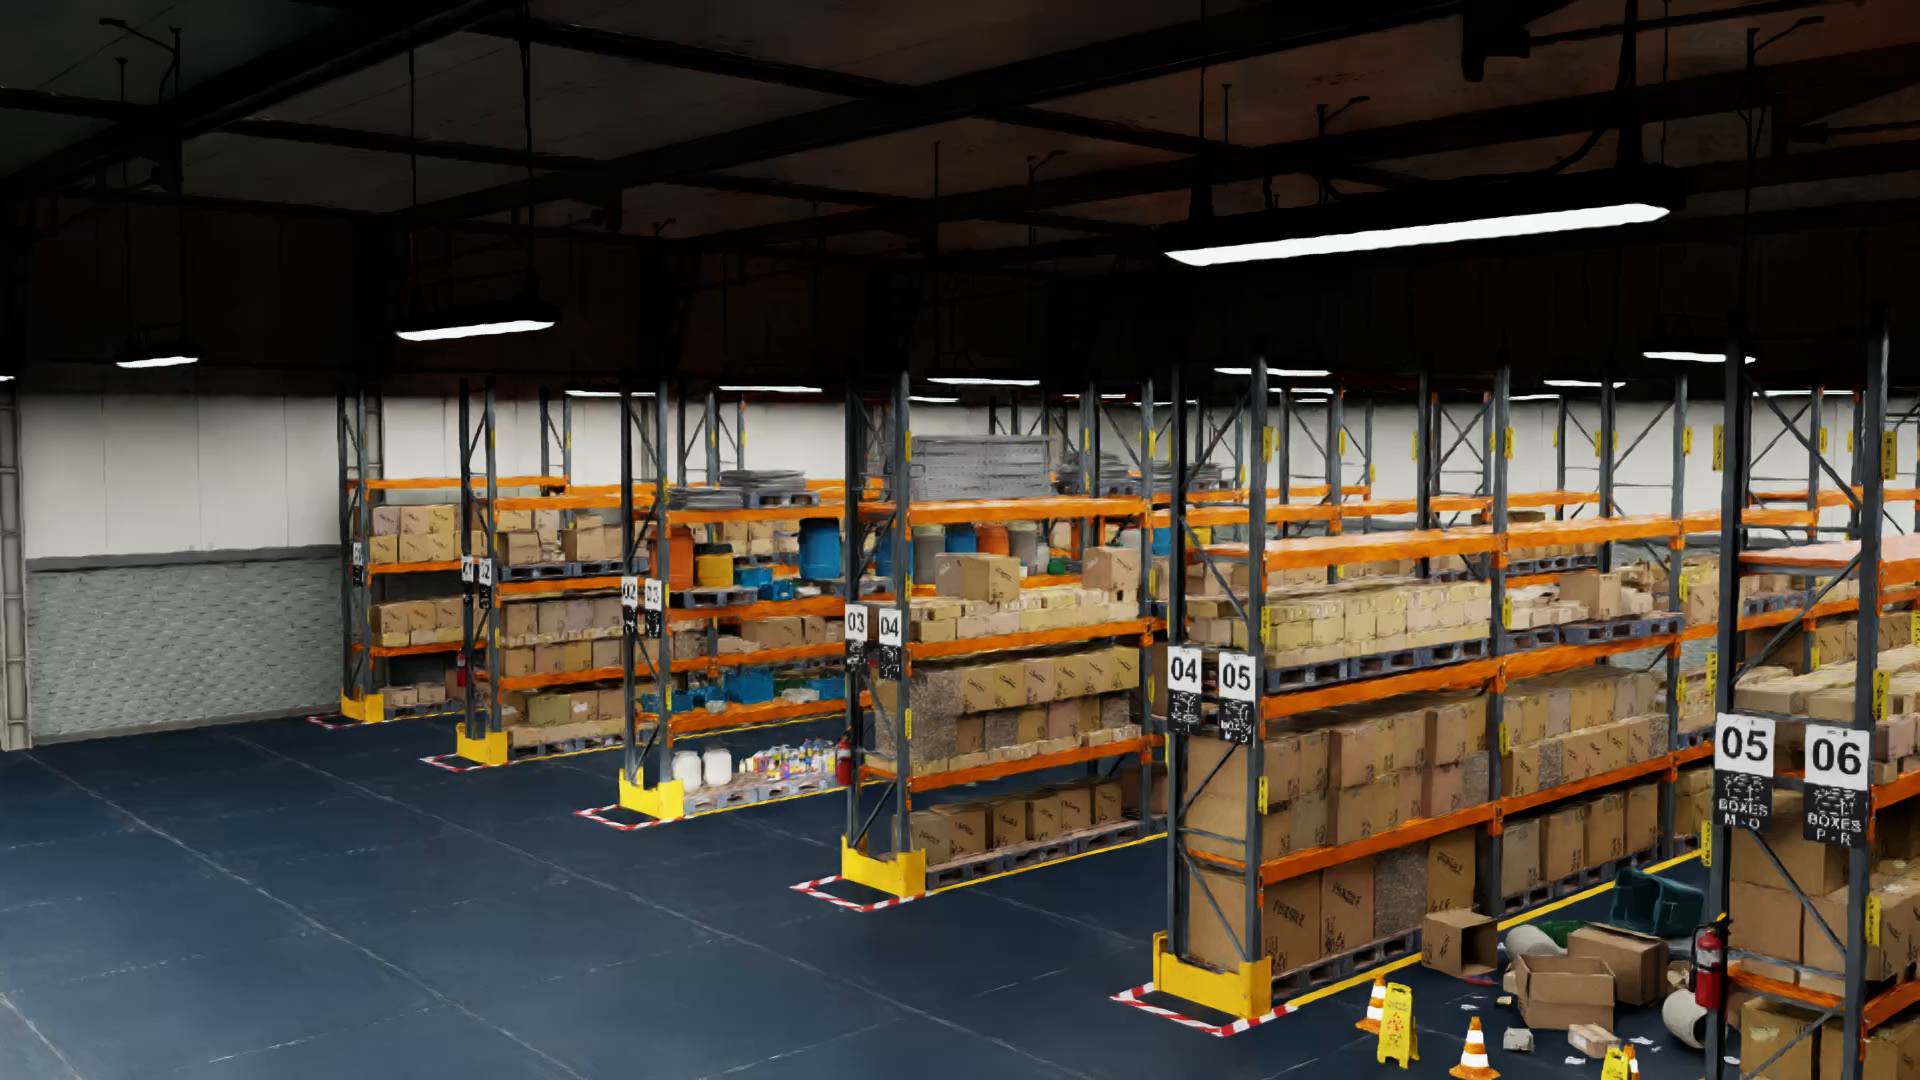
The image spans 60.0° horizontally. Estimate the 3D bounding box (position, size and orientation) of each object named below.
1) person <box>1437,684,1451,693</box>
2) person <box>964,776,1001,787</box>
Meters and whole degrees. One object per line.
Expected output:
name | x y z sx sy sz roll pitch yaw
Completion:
person | 6.621 2.791 22.844 0.627 1.718 0.569 -1 4 -12
person | 0.302 2.679 24.251 0.492 1.767 0.626 2 4 22
